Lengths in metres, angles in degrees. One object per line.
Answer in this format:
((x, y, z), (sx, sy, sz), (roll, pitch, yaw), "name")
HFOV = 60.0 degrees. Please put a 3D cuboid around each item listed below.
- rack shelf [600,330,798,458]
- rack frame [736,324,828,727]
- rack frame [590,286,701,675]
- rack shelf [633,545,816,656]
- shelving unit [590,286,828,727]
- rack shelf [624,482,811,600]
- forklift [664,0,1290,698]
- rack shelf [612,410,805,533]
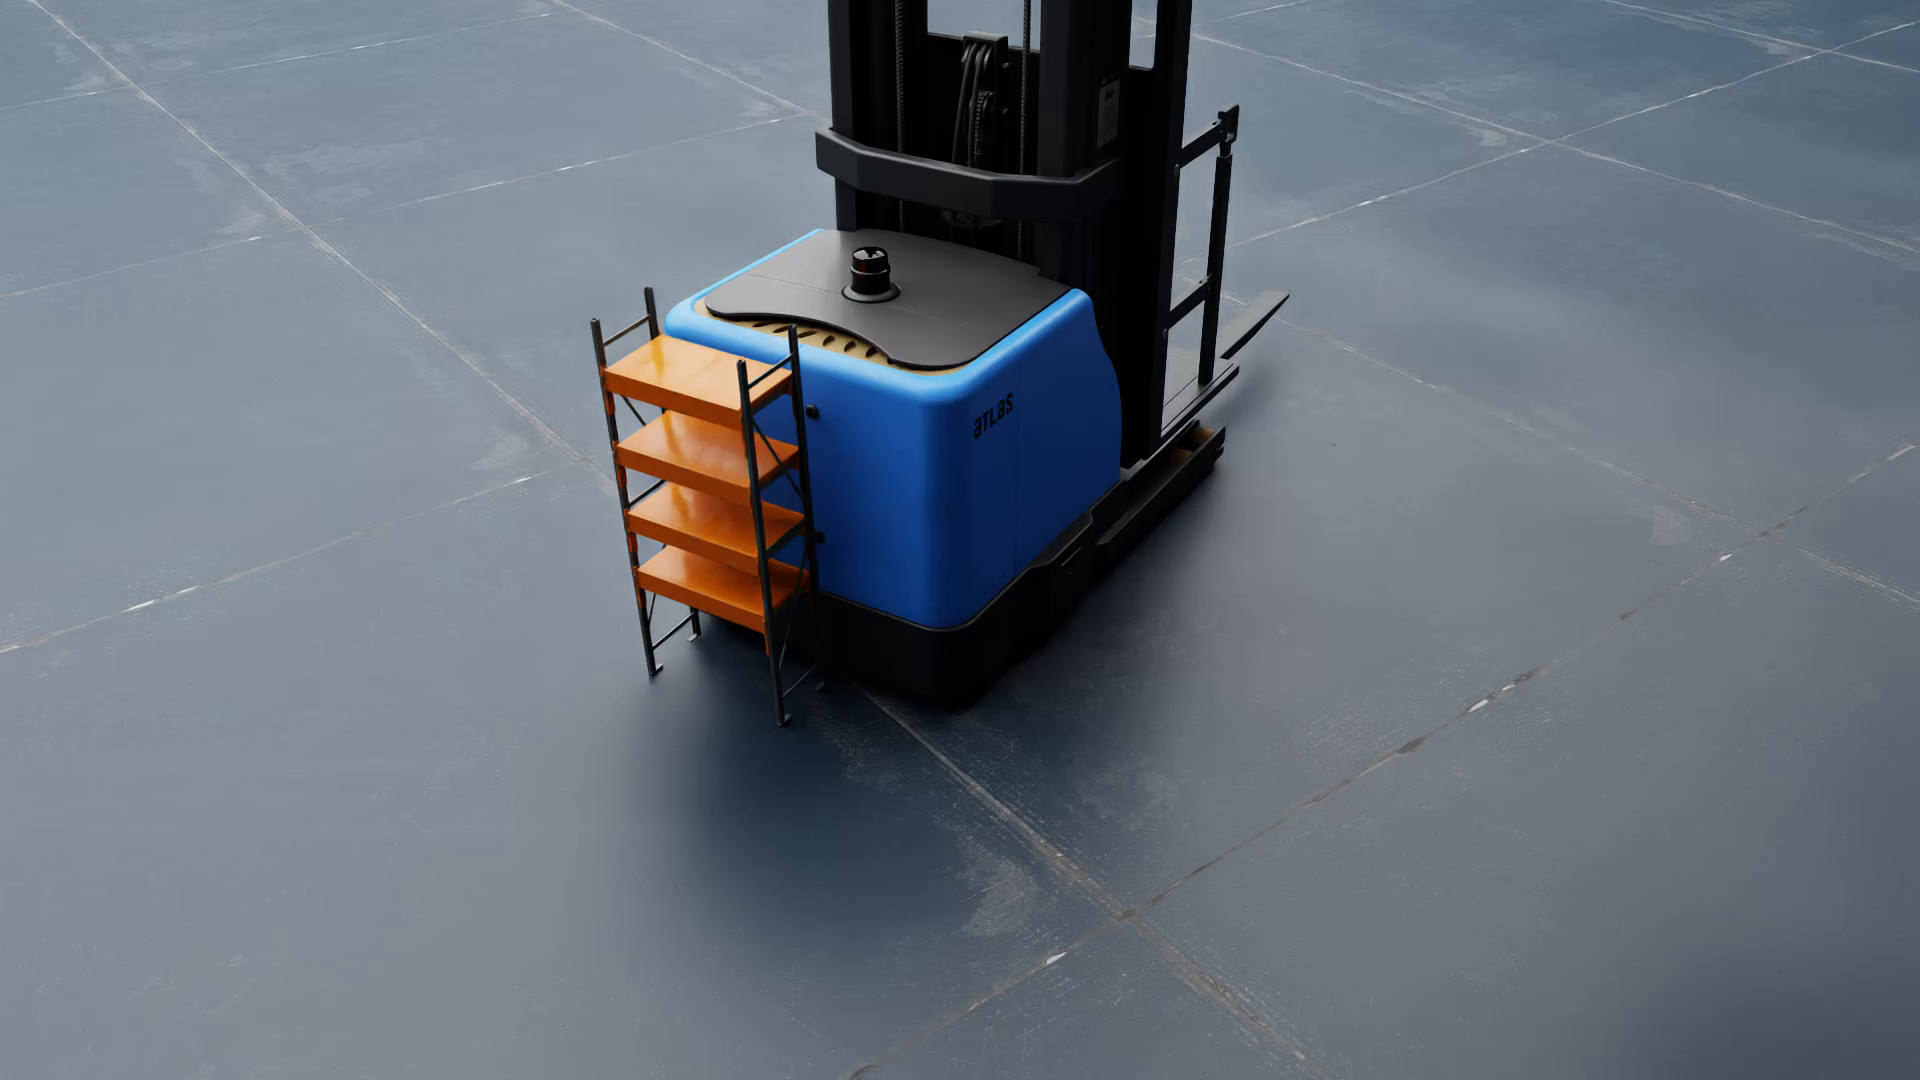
((-0.701, -0.402, 4.504), (0.480, 0.148, 0.258), (18, 39, 26), "rack shelf")
((-0.482, -0.010, 4.617), (0.015, 1.200, 0.240), (18, 39, 26), "rack frame")
((-0.900, -0.143, 4.832), (0.015, 1.200, 0.240), (18, 39, 26), "rack frame")
((-0.684, 0.143, 4.874), (0.480, 0.148, 0.258), (18, 39, 26), "rack shelf")
((-0.691, -0.076, 4.724), (0.503, 1.200, 0.258), (18, 39, 26), "shelving unit")
((-0.689, -0.021, 4.762), (0.480, 0.148, 0.258), (18, 39, 26), "rack shelf")
((0.324, -1.526, 5.428), (1.130, 2.935, 3.031), (18, 36, 26), "forklift")
((-0.695, -0.206, 4.637), (0.480, 0.148, 0.258), (18, 39, 26), "rack shelf")
